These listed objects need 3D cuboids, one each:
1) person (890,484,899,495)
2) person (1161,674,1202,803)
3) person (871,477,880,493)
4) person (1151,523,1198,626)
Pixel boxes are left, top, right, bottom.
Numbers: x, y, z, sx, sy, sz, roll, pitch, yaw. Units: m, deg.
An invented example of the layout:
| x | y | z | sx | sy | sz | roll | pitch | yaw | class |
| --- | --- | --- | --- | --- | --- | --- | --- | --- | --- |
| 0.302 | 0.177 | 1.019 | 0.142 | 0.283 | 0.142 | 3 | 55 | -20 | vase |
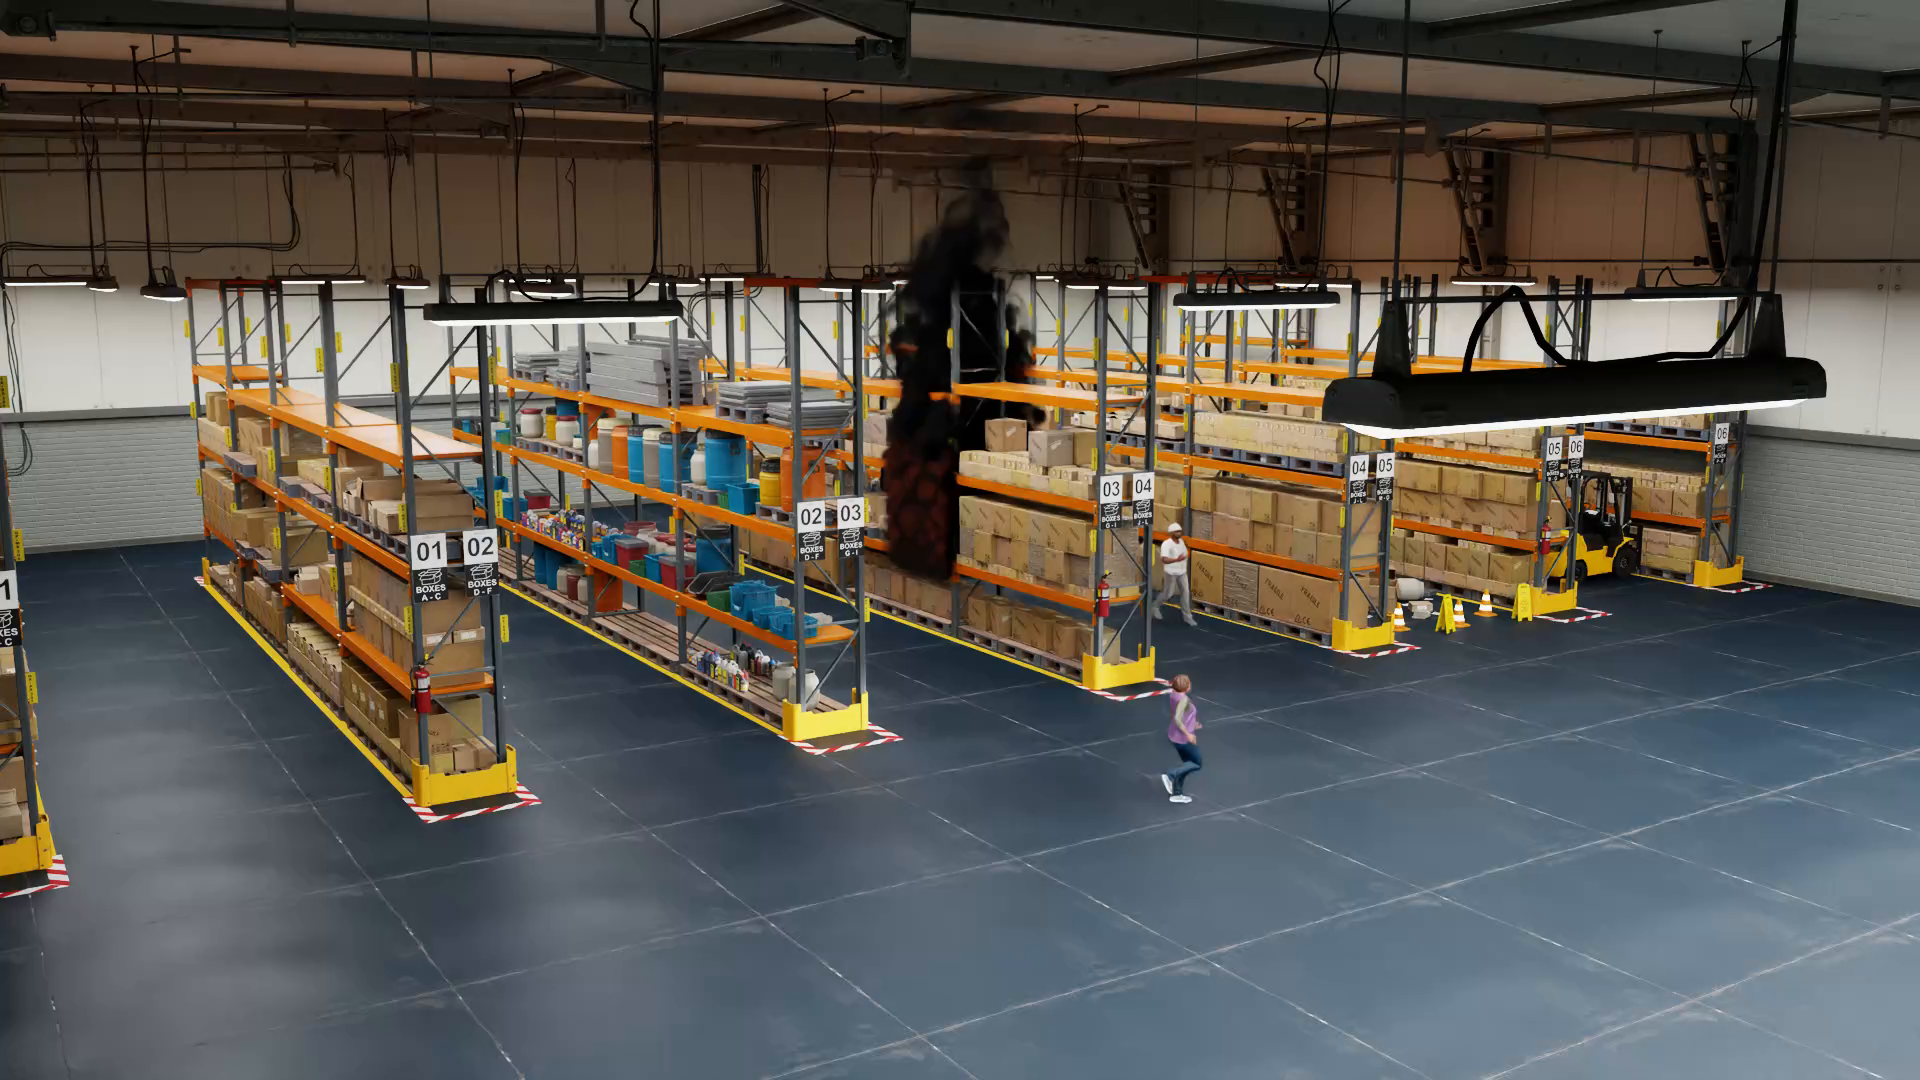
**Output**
| x | y | z | sx | sy | sz | roll | pitch | yaw | class |
| --- | --- | --- | --- | --- | --- | --- | --- | --- | --- |
| -1.385 | -0.296 | 34.516 | 0.702 | 1.743 | 0.820 | -9 | 13 | -44 | person |
| 2.605 | 2.332 | 19.517 | 0.544 | 1.555 | 0.536 | -2 | 10 | -11 | person |
| -2.224 | -1.517 | 42.121 | 0.728 | 1.688 | 0.651 | 2 | 10 | 12 | person |
| 3.774 | 0.579 | 29.081 | 0.697 | 1.760 | 0.951 | -8 | 12 | -39 | person |
